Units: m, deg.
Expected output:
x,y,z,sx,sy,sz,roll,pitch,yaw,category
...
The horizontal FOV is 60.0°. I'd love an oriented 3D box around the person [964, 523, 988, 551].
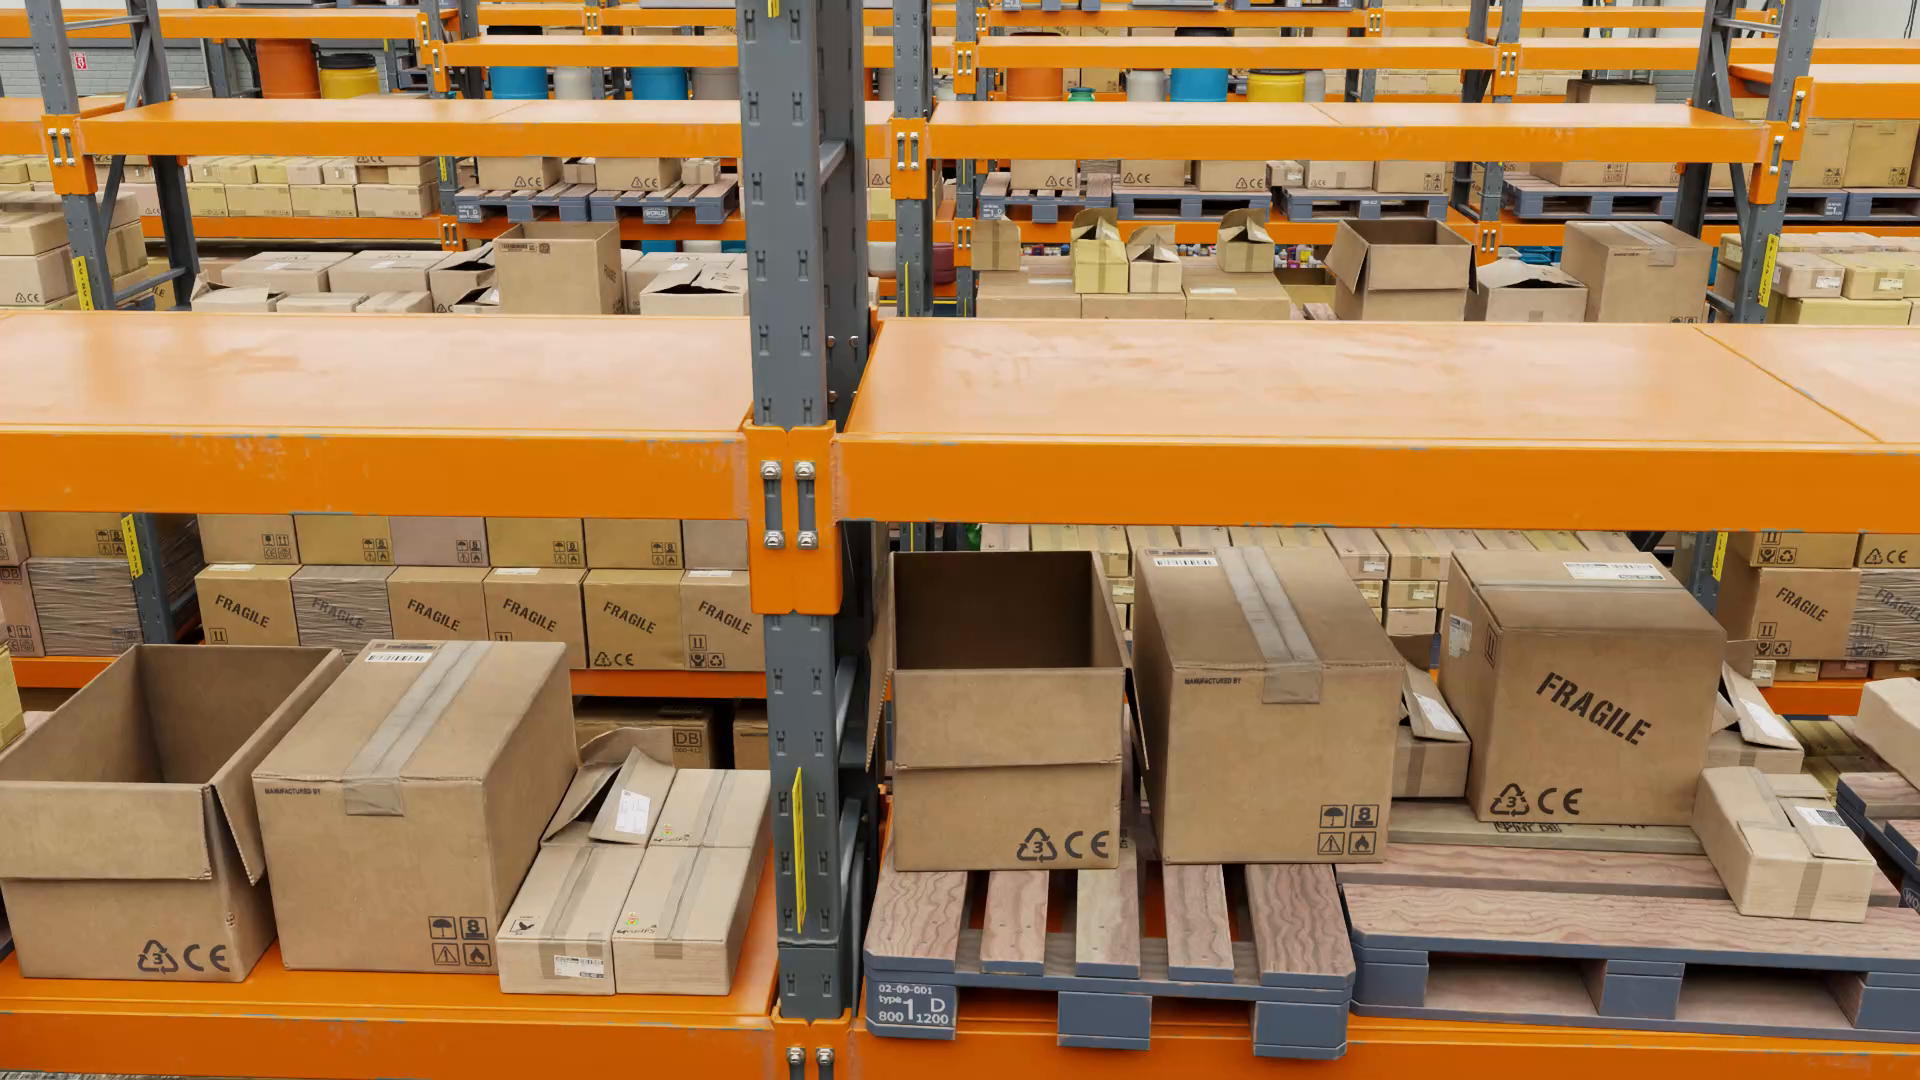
x,y,z,sx,sy,sz,roll,pitch,yaw,category
0.158,-0.262,12.399,0.450,1.779,0.619,-1,21,-2,person
